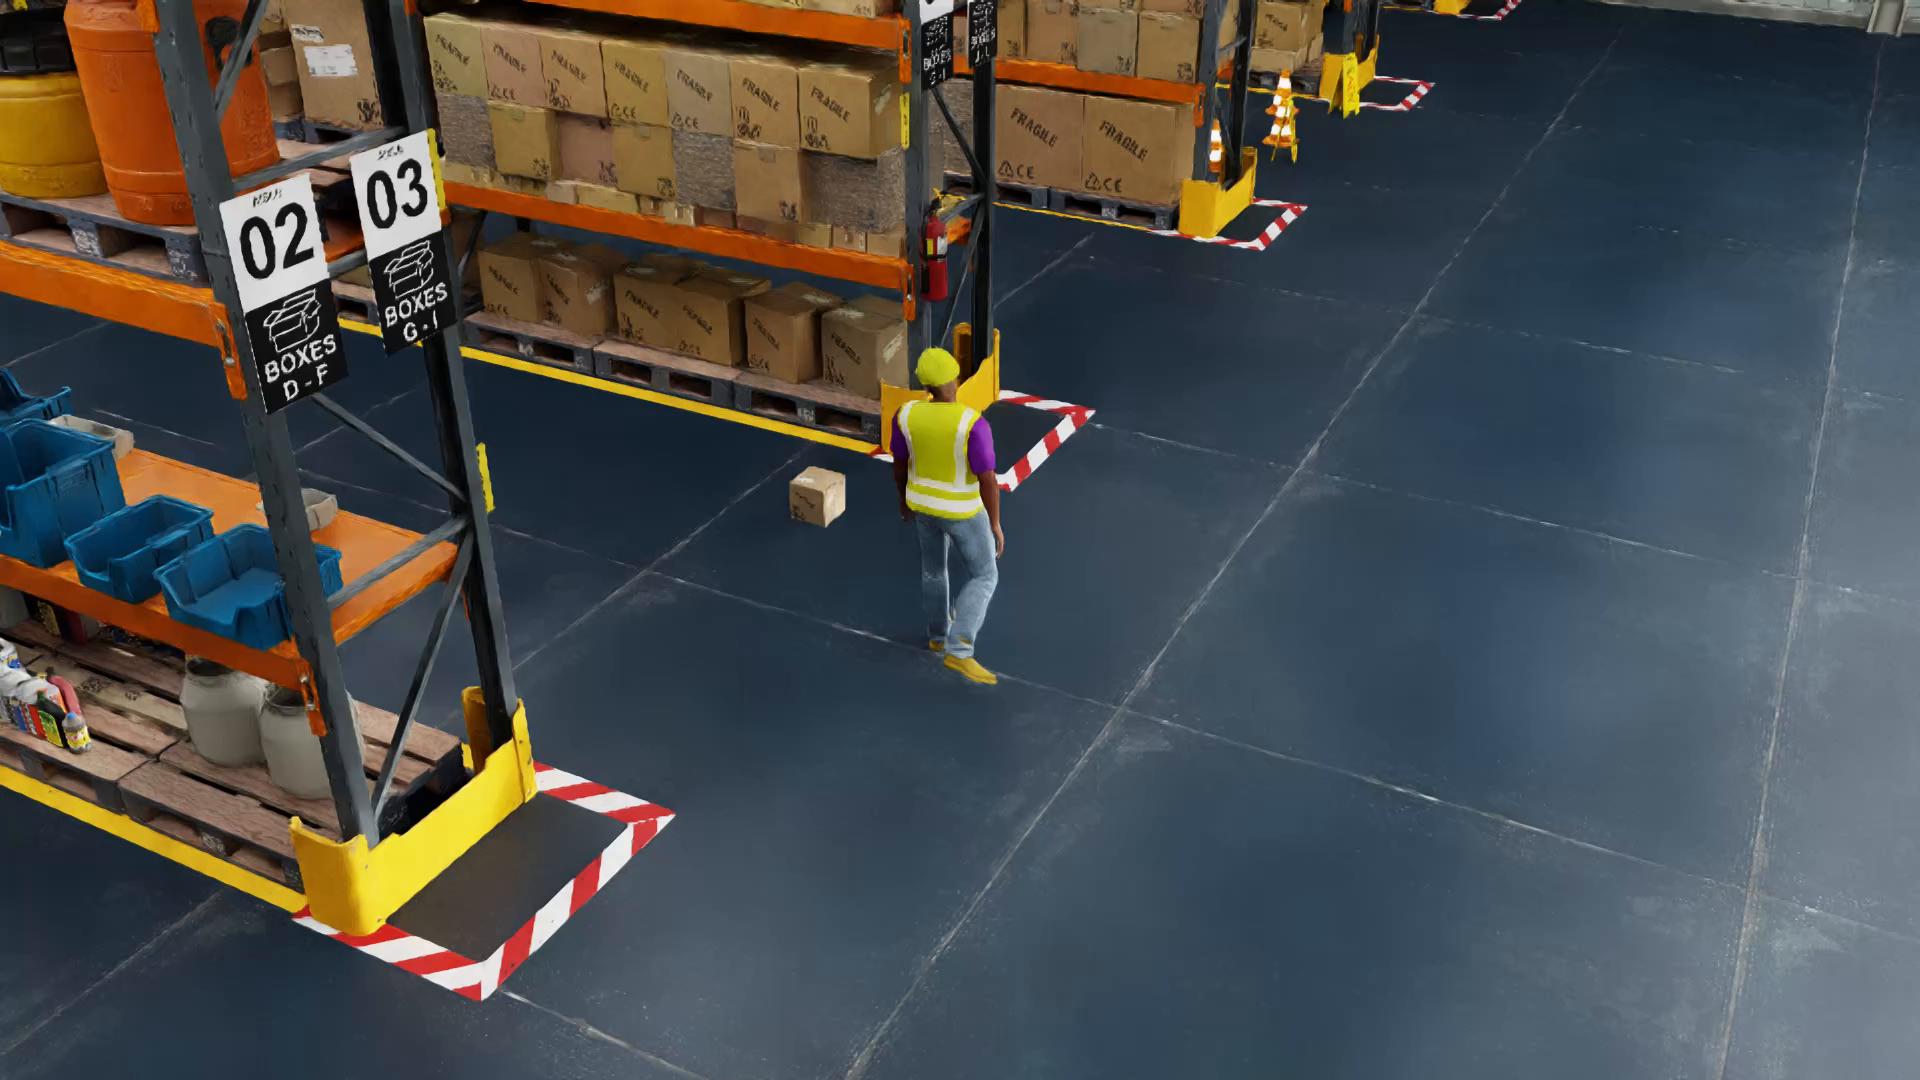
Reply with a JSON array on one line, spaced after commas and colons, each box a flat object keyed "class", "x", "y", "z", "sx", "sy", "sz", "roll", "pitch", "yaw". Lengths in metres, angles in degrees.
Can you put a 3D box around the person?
[{"class": "person", "x": -0.035, "y": -0.123, "z": 8.488, "sx": 0.750, "sy": 1.764, "sz": 0.630, "roll": 14, "pitch": 33, "yaw": 24}]
